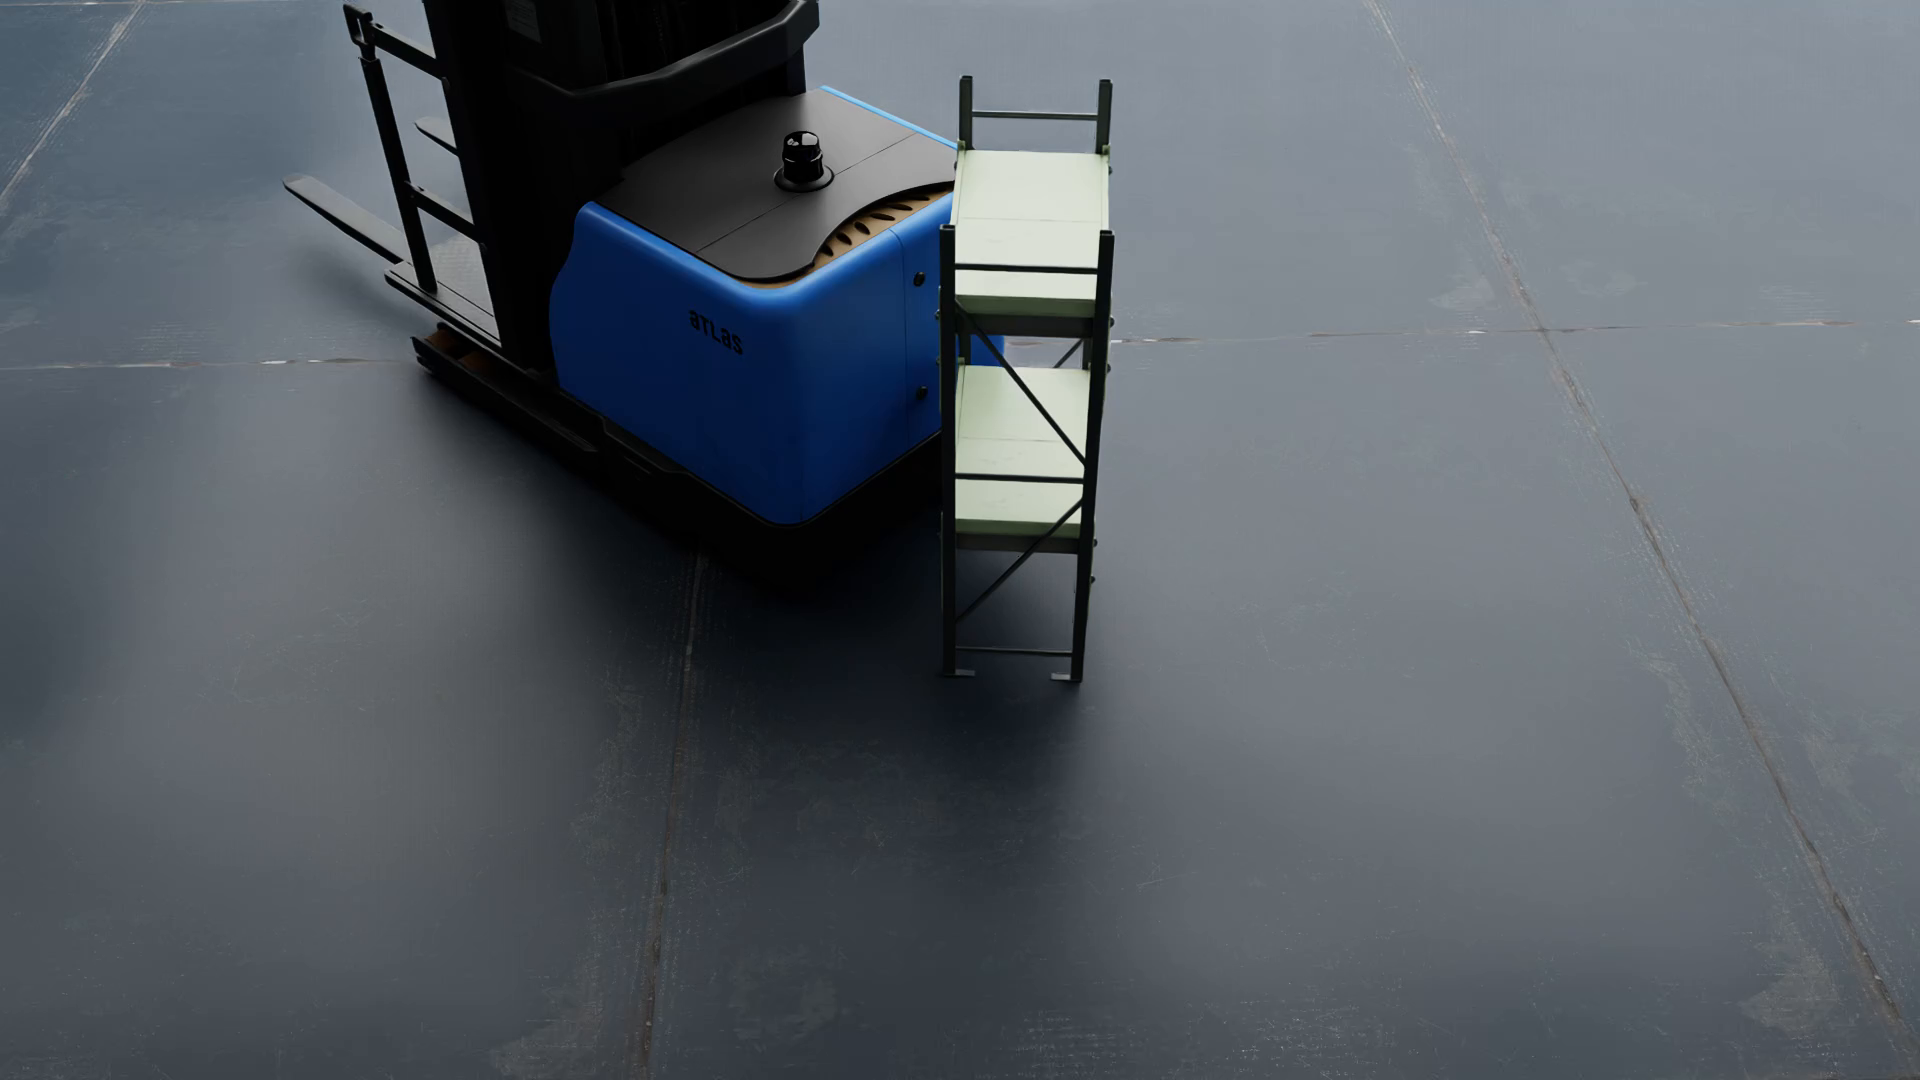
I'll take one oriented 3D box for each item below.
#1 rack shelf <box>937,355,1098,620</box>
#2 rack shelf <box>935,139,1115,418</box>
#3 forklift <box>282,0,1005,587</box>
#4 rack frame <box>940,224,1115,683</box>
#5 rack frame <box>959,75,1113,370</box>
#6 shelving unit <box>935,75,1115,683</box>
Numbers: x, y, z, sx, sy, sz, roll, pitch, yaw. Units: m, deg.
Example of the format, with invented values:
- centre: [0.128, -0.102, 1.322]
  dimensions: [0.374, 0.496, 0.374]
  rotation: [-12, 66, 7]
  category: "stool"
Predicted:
- centre: [0.176, -0.164, 4.801]
  dimensions: [0.431, 0.370, 0.720]
  rotation: [2, 43, 3]
  category: "rack shelf"
- centre: [0.176, -0.692, 4.317]
  dimensions: [0.431, 0.370, 0.720]
  rotation: [2, 43, 3]
  category: "rack shelf"
- centre: [-1.278, -1.801, 5.046]
  dimensions: [3.031, 2.935, 1.130]
  rotation: [31, 51, 29]
  category: "forklift"
- centre: [0.154, -0.157, 4.311]
  dimensions: [0.400, 1.500, 0.023]
  rotation: [2, 43, 3]
  category: "rack frame"
- centre: [0.198, -0.651, 4.850]
  dimensions: [0.400, 1.500, 0.023]
  rotation: [2, 43, 3]
  category: "rack frame"
- centre: [0.176, -0.404, 4.581]
  dimensions: [0.431, 1.500, 0.755]
  rotation: [2, 43, 3]
  category: "shelving unit"
